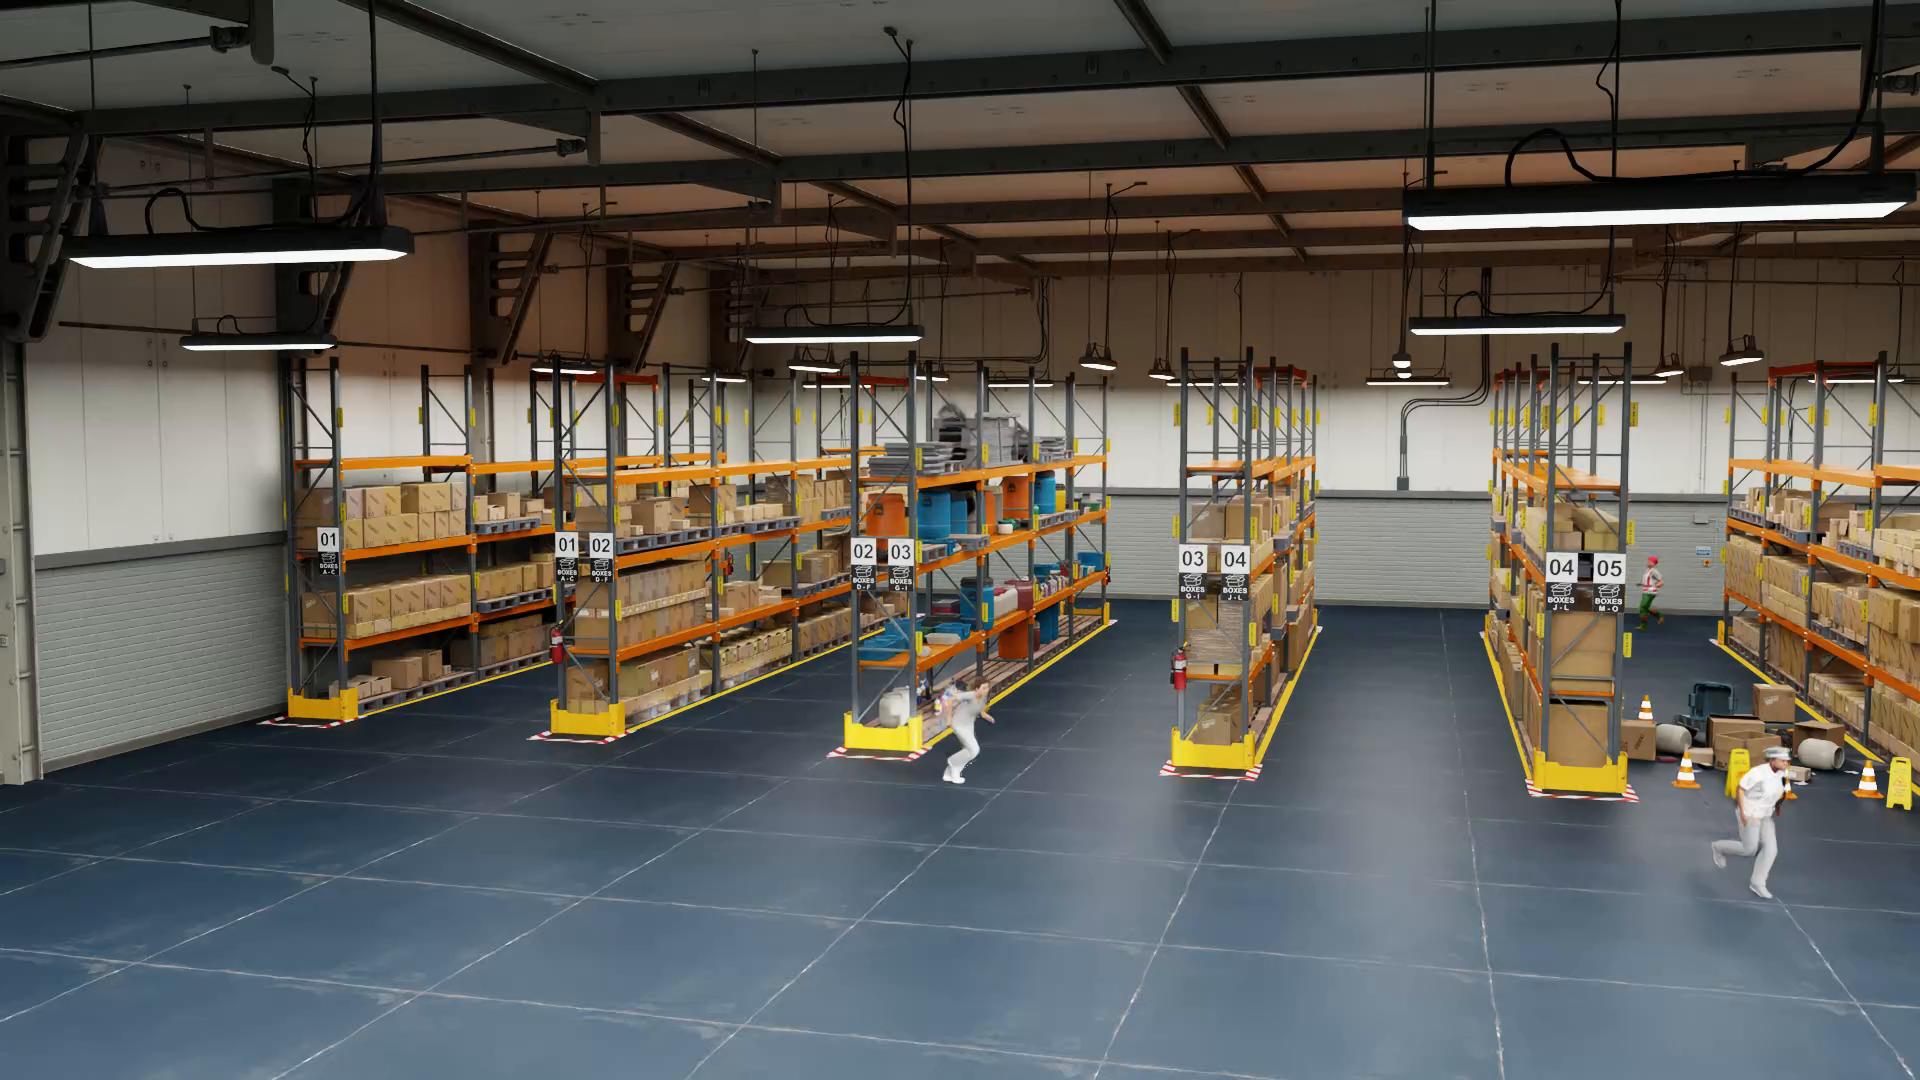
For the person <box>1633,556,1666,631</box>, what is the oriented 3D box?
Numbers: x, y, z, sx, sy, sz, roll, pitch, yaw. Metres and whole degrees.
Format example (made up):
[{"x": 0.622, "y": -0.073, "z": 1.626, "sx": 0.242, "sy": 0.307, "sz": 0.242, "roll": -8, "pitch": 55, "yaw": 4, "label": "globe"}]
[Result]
[{"x": 16.267, "y": 1.259, "z": 39.120, "sx": 0.795, "sy": 1.751, "sz": 0.664, "roll": 0, "pitch": 4, "yaw": 2, "label": "person"}]

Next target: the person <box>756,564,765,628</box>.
[{"x": -4.535, "y": 1.365, "z": 38.490, "sx": 0.584, "sy": 1.650, "sz": 0.800, "roll": 1, "pitch": 4, "yaw": 12, "label": "person"}]

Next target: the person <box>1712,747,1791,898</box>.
[{"x": 8.400, "y": 2.932, "z": 17.658, "sx": 0.575, "sy": 1.629, "sz": 0.864, "roll": -2, "pitch": 5, "yaw": -29, "label": "person"}]

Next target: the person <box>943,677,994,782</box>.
[{"x": 0.085, "y": 2.594, "z": 22.627, "sx": 0.821, "sy": 1.504, "sz": 0.590, "roll": 3, "pitch": 5, "yaw": 38, "label": "person"}]
